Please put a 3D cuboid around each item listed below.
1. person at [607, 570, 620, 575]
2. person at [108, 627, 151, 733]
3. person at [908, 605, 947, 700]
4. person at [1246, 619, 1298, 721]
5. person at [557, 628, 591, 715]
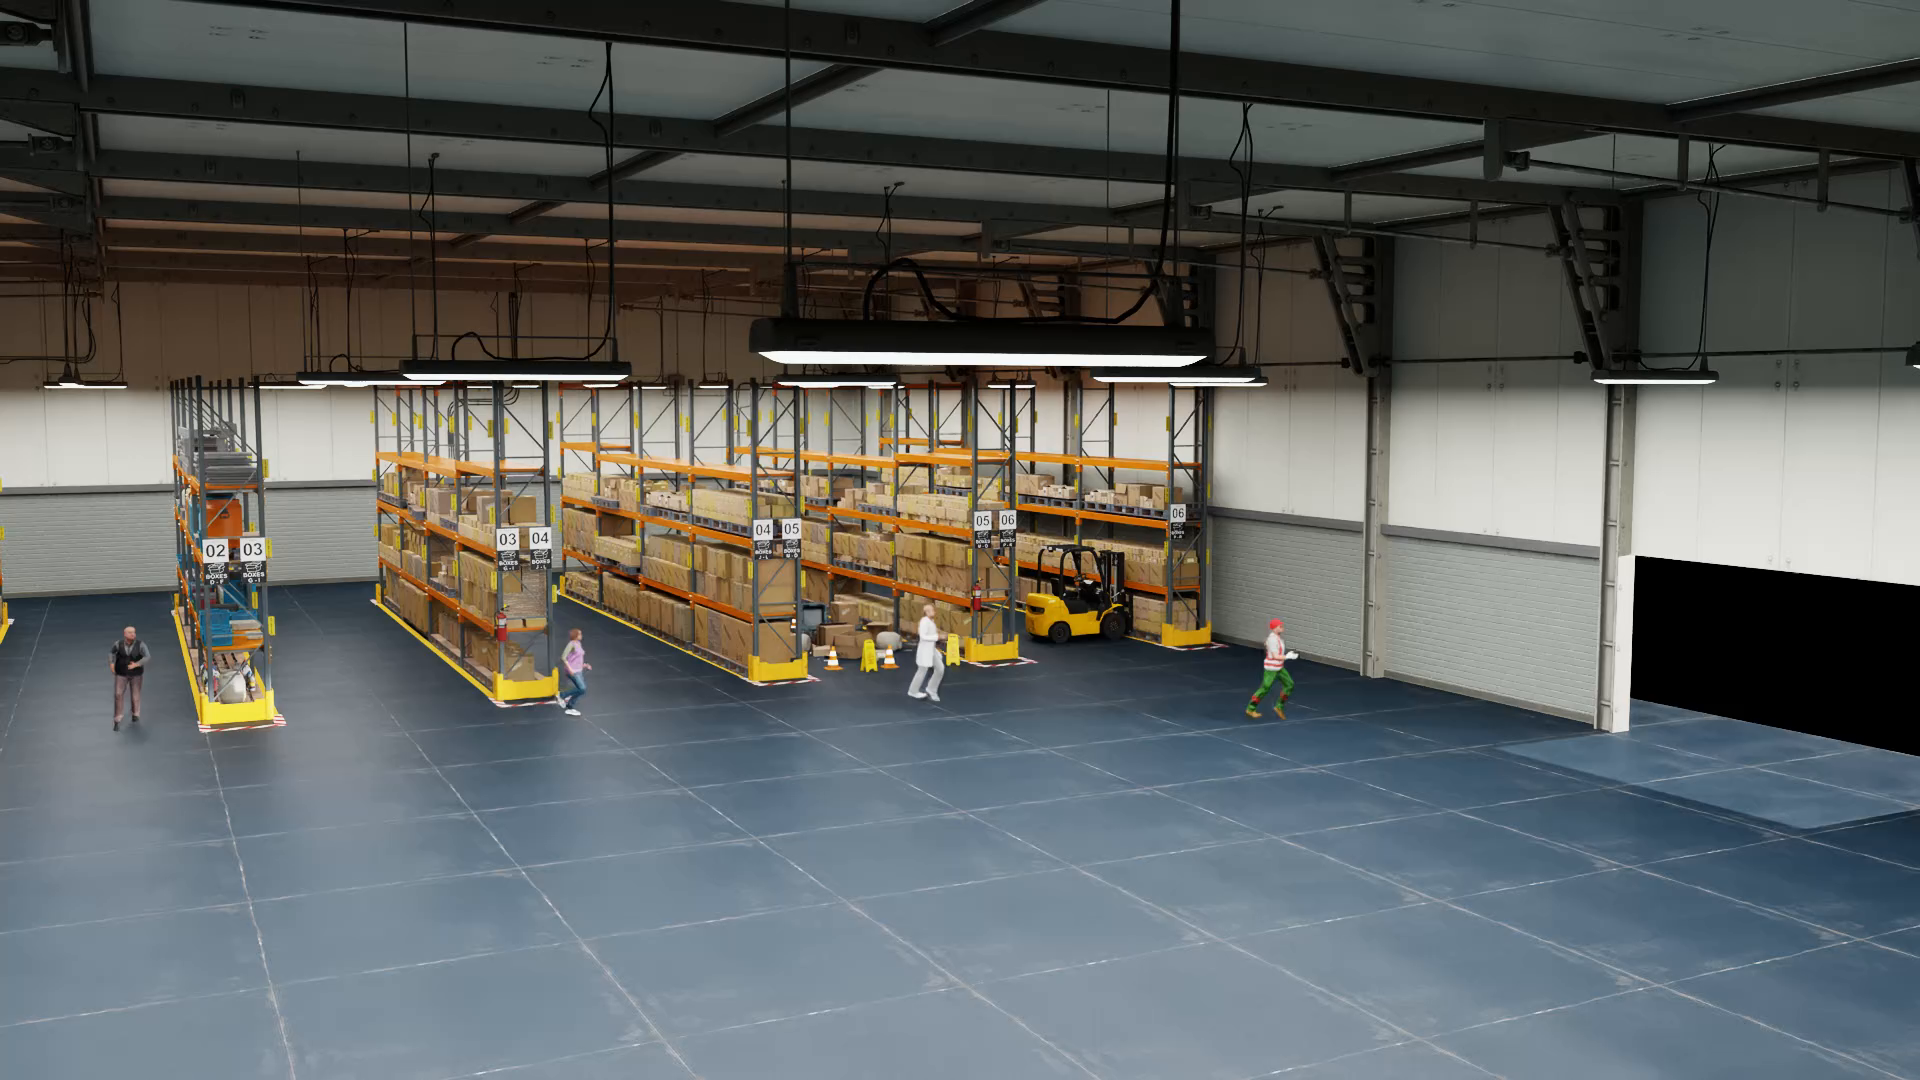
[{"bbox_3d":[-10.373,0.500,49.592,0.609,1.645,0.891,4,6,36],"label":"person"},{"bbox_3d":[-14.162,2.350,28.374,0.656,1.755,0.862,-2,6,-25],"label":"person"},{"bbox_3d":[-0.602,2.118,30.823,0.816,1.836,0.666,2,5,20],"label":"person"},{"bbox_3d":[5.466,2.254,28.970,0.898,1.794,0.673,3,6,26],"label":"person"},{"bbox_3d":[-6.851,2.338,29.508,0.579,1.554,0.524,1,5,9],"label":"person"}]
